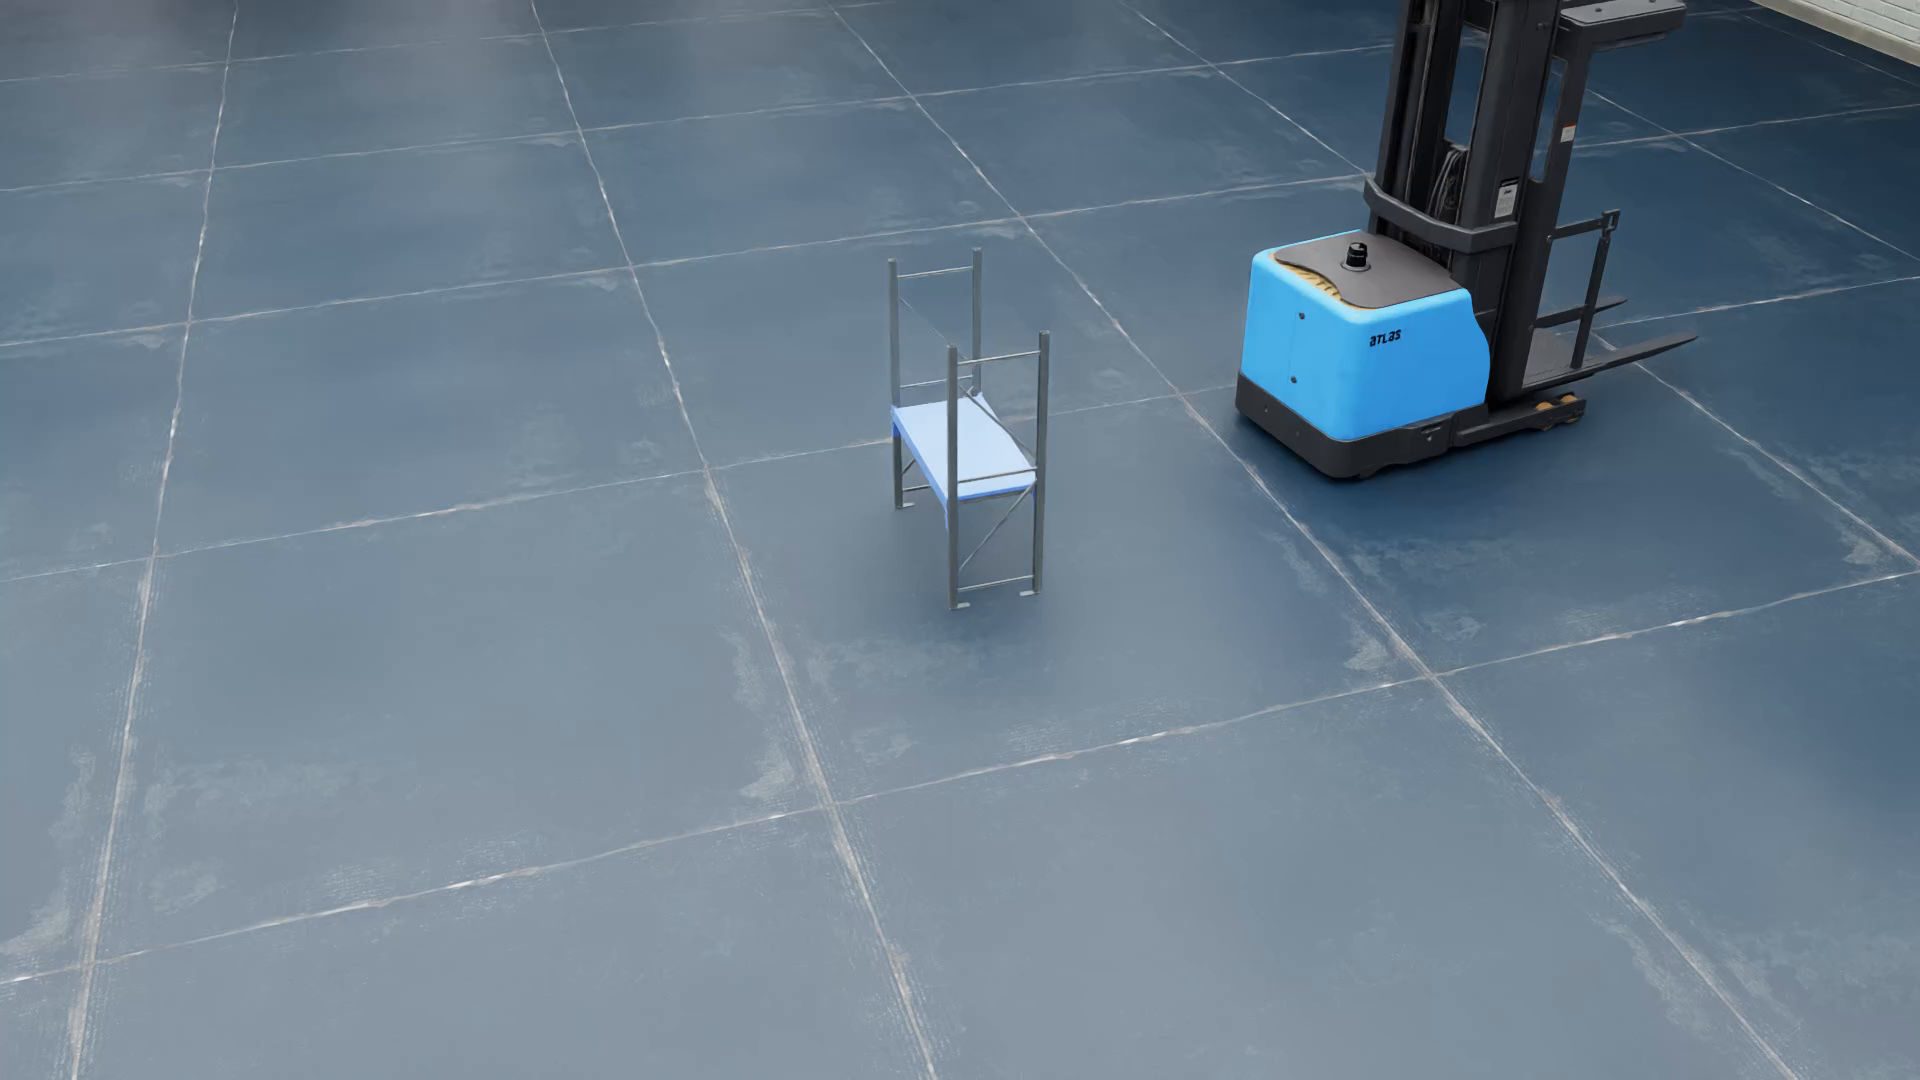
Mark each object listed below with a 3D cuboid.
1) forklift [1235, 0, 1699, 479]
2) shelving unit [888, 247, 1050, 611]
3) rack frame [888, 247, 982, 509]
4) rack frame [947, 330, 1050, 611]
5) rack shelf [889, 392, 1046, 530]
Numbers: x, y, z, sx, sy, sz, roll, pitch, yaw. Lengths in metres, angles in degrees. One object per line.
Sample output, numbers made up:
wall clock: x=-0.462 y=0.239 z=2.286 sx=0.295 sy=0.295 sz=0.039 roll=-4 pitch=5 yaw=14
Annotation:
forklift: x=3.235 y=-2.132 z=9.637 sx=3.031 sy=2.935 sz=1.130 roll=-16 pitch=37 yaw=-22
shelving unit: x=0.026 y=-0.581 z=8.588 sx=0.538 sy=1.500 sz=1.048 roll=-10 pitch=35 yaw=-15
rack frame: x=-0.129 y=-0.848 z=8.992 sx=0.500 sy=1.500 sz=0.032 roll=-10 pitch=35 yaw=-15
rack frame: x=0.181 y=-0.314 z=8.184 sx=0.500 sy=1.500 sz=0.032 roll=-10 pitch=35 yaw=-15
rack shelf: x=0.026 y=-0.431 z=8.687 sx=0.538 sy=0.185 sz=1.000 roll=-10 pitch=35 yaw=-15
